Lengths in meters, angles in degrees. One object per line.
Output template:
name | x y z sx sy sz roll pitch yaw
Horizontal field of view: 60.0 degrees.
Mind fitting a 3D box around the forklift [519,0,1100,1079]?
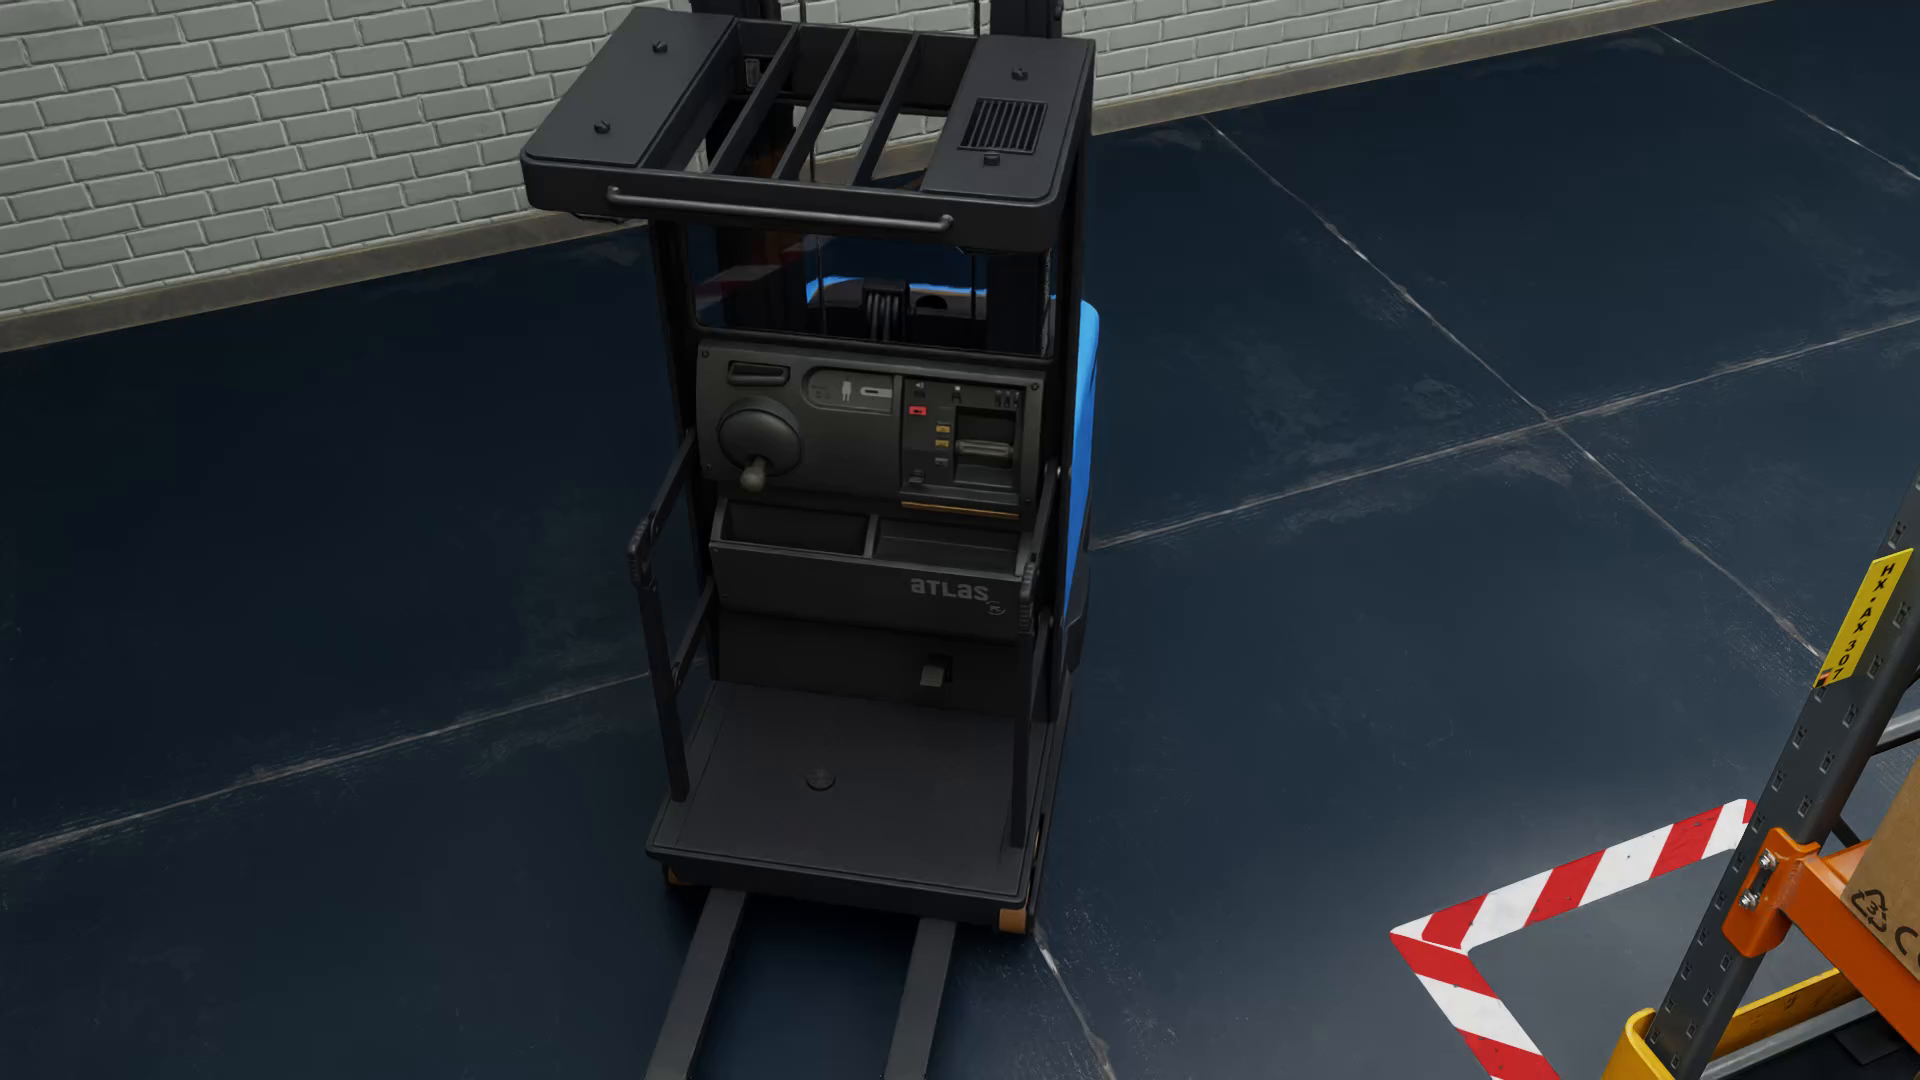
forklift | -0.279 -0.213 4.250 1.130 2.935 3.031 6 41 7

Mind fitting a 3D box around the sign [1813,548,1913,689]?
sign | 1.689 0.150 3.111 0.100 0.325 0.005 -15 43 -17

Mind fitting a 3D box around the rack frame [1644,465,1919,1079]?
rack frame | 2.190 0.343 3.551 1.000 3.000 0.127 -15 43 -17

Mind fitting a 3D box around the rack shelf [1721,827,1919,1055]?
rack shelf | 2.956 1.820 2.384 1.077 0.370 4.000 -15 43 -17

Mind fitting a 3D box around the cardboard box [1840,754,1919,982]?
cardboard box | 2.117 0.638 3.131 0.500 0.500 0.500 -14 43 -16

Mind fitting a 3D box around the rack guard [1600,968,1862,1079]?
rack guard | 2.220 1.336 4.313 1.175 0.500 0.348 -15 43 -17
